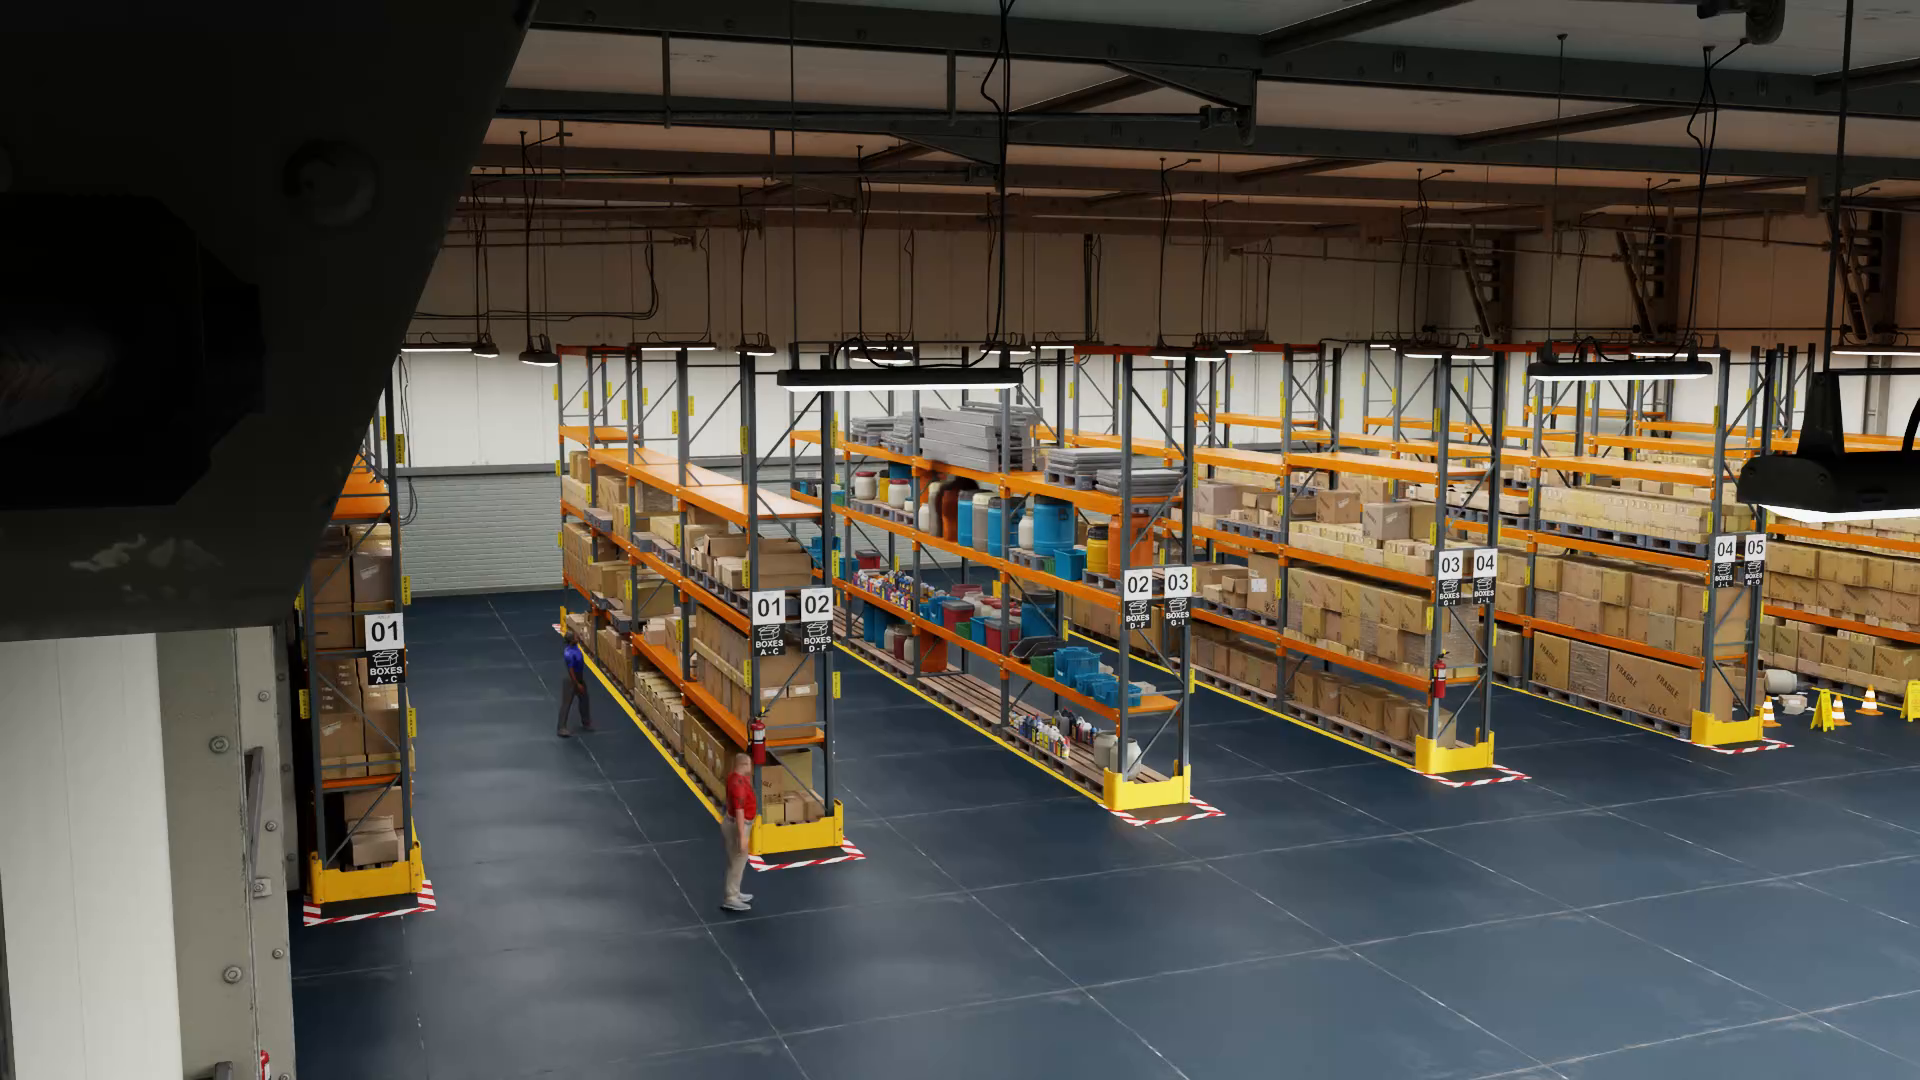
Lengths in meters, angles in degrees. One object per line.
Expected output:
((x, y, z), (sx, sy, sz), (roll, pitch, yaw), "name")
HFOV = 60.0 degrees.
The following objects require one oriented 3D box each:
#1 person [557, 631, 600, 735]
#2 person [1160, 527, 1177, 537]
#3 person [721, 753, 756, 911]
((-6.030, 2.238, 26.130), (0.527, 1.667, 0.647), (2, 7, 13), "person")
((5.293, 0.134, 42.170), (0.451, 1.660, 0.508), (4, 8, 27), "person")
((-2.424, 3.178, 18.195), (0.385, 1.726, 0.674), (-2, 7, -13), "person")
